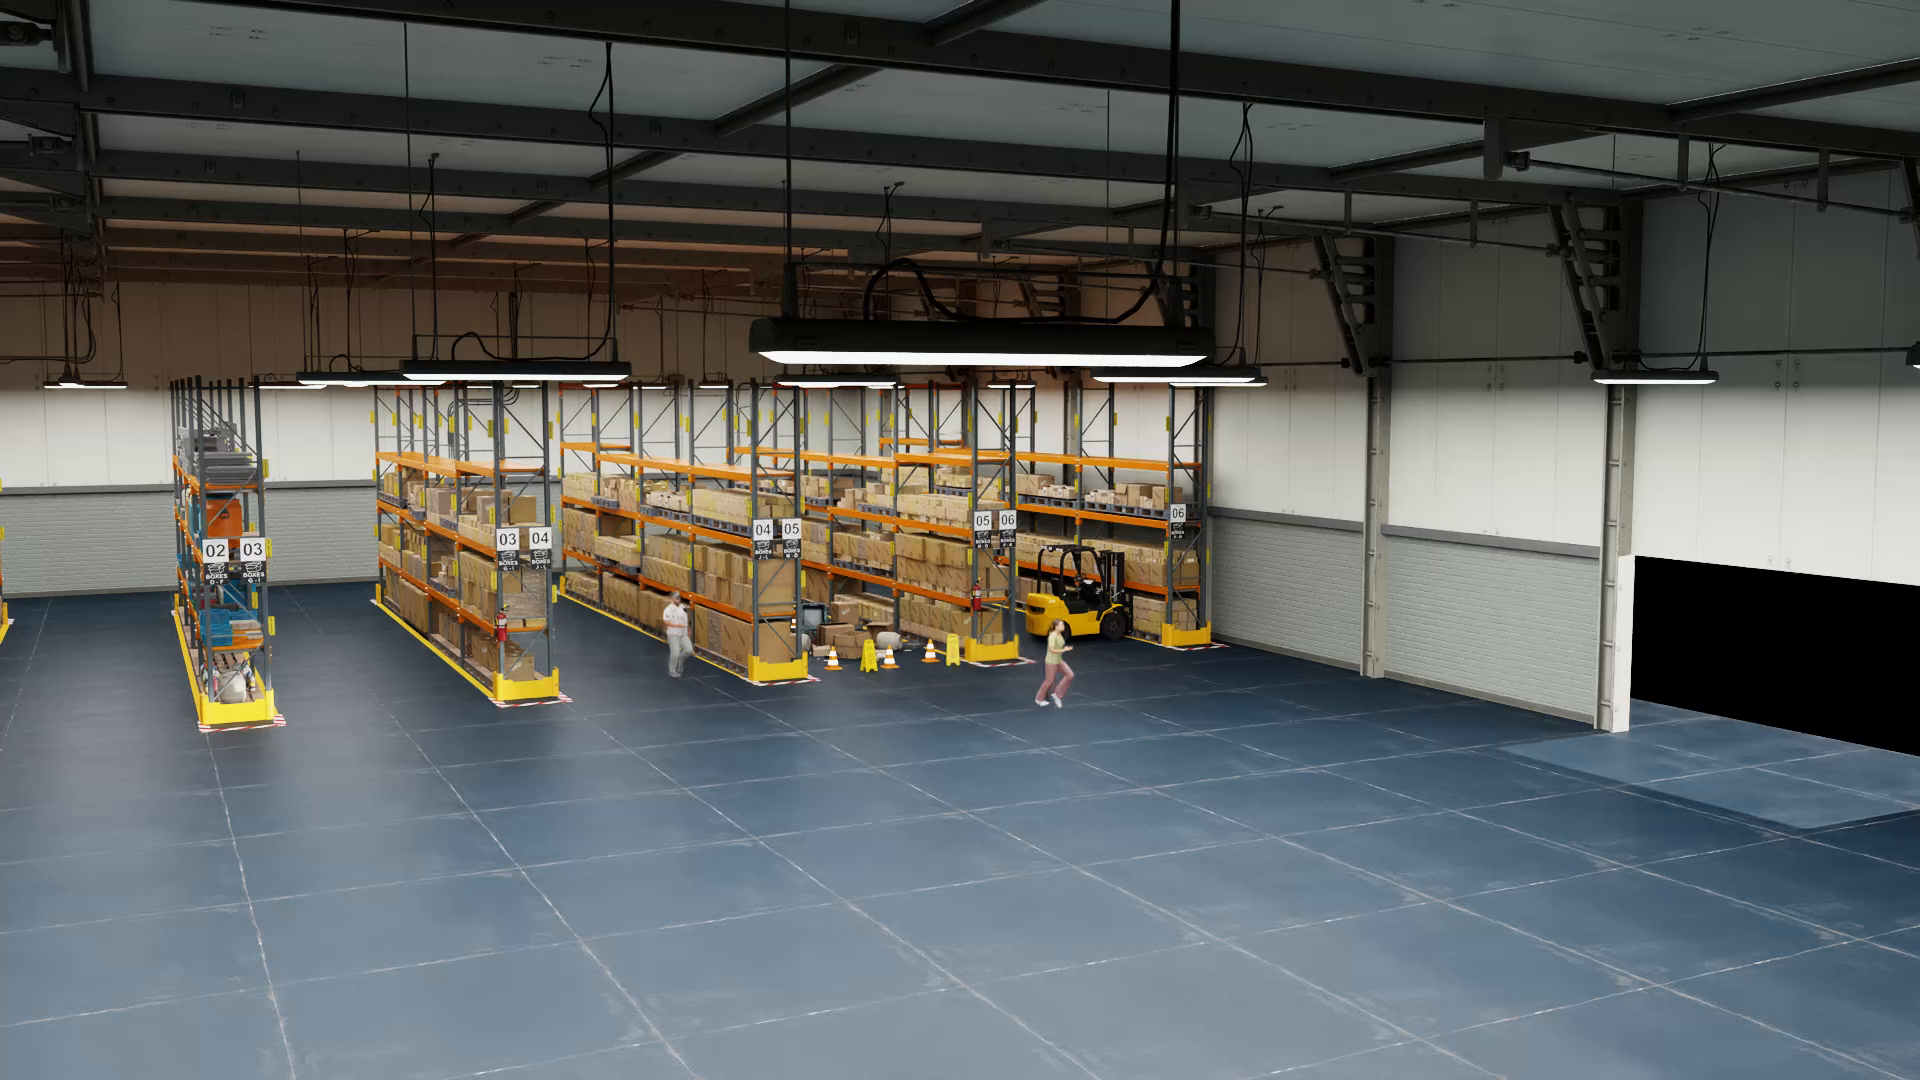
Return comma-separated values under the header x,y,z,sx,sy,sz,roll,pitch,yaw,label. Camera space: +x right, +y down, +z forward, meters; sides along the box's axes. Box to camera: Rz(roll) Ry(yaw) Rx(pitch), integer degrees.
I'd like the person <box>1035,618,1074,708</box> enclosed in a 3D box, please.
x,y,z,sx,sy,sz,roll,pitch,yaw,label
1.698,2.216,30.025,0.772,1.639,0.606,3,6,27,person

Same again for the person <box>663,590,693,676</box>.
x,y,z,sx,sy,sz,roll,pitch,yaw,label
-5.637,1.878,33.415,0.607,1.743,0.651,5,7,43,person
